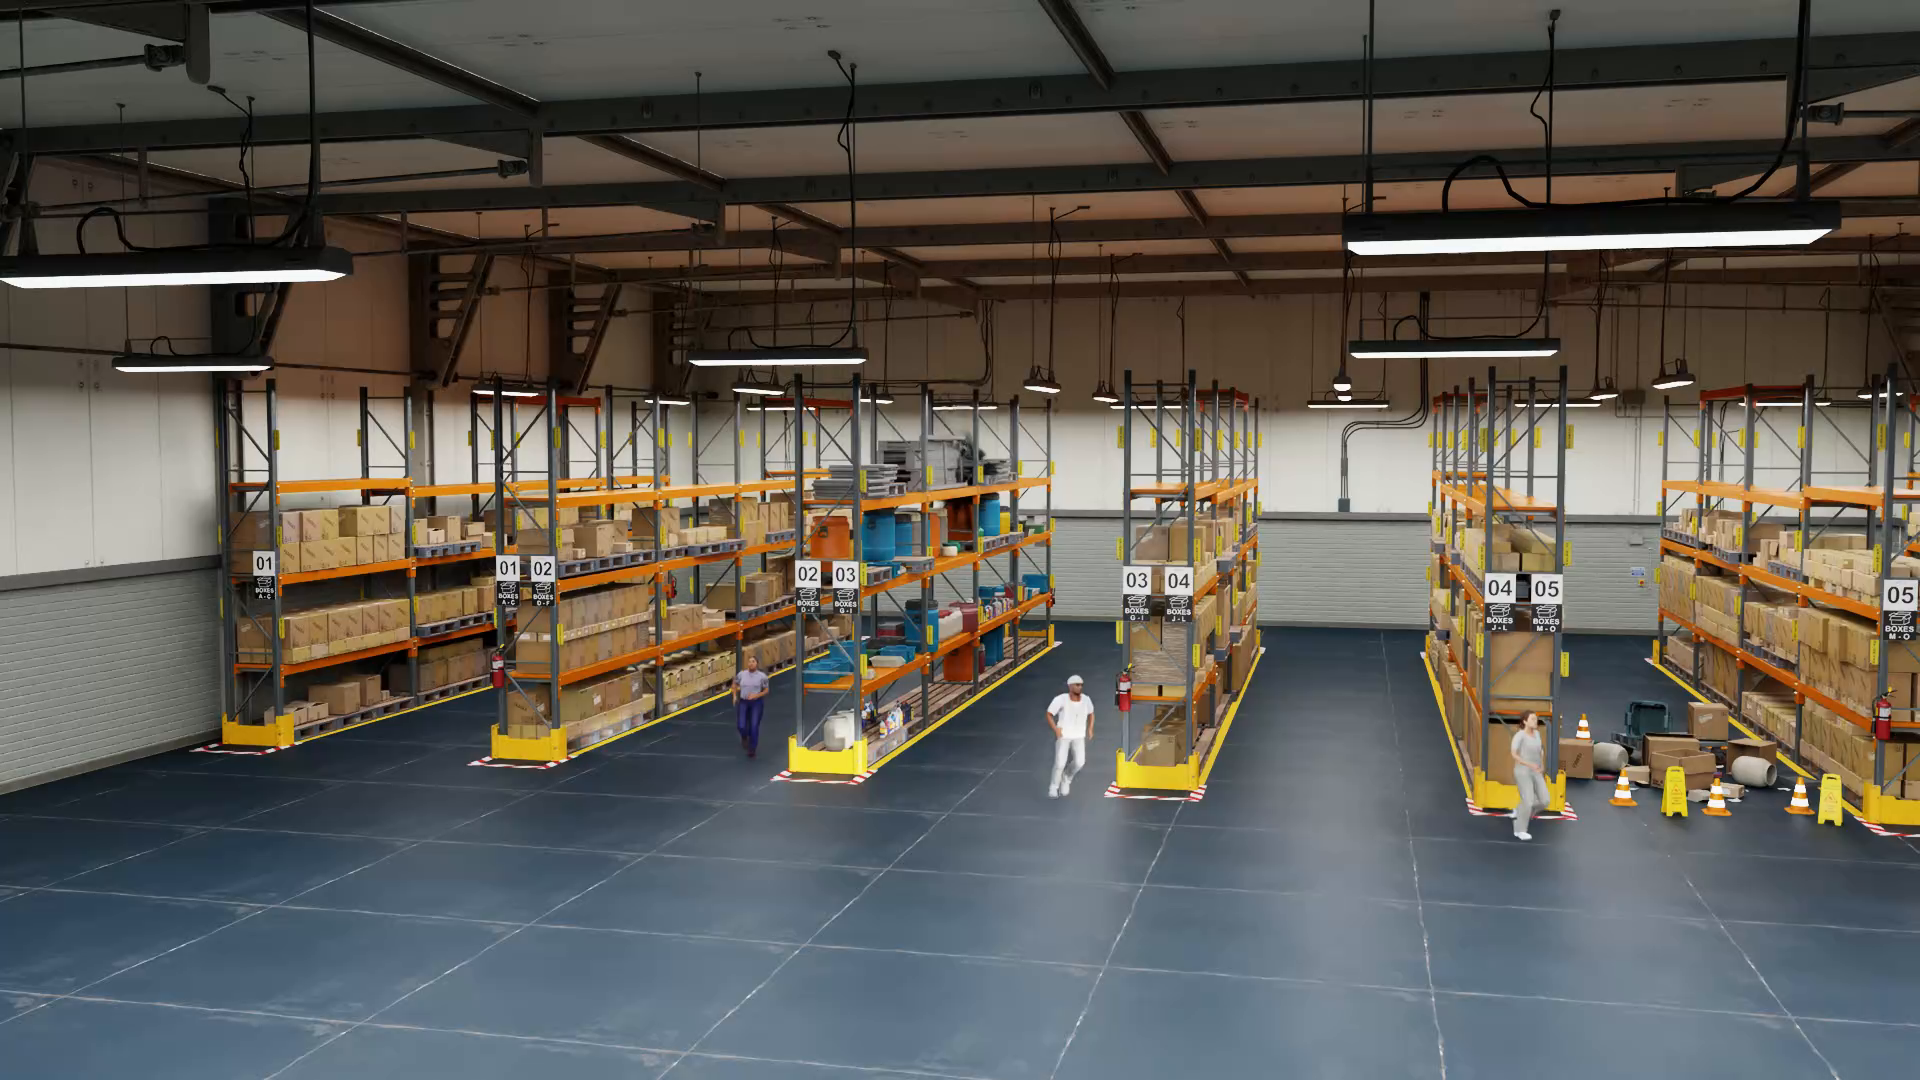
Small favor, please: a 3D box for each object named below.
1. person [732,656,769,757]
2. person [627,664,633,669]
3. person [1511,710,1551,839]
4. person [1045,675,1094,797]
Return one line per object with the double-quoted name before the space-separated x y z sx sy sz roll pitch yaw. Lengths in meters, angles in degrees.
"person" -3.323 2.636 26.337 0.611 1.599 0.530 0 3 -2
"person" -6.879 2.132 34.471 0.608 1.630 0.565 0 3 -1
"person" 7.151 2.935 20.846 0.602 1.630 0.585 -2 4 -29
"person" 1.573 2.747 23.273 0.767 1.709 0.567 -1 4 -14
